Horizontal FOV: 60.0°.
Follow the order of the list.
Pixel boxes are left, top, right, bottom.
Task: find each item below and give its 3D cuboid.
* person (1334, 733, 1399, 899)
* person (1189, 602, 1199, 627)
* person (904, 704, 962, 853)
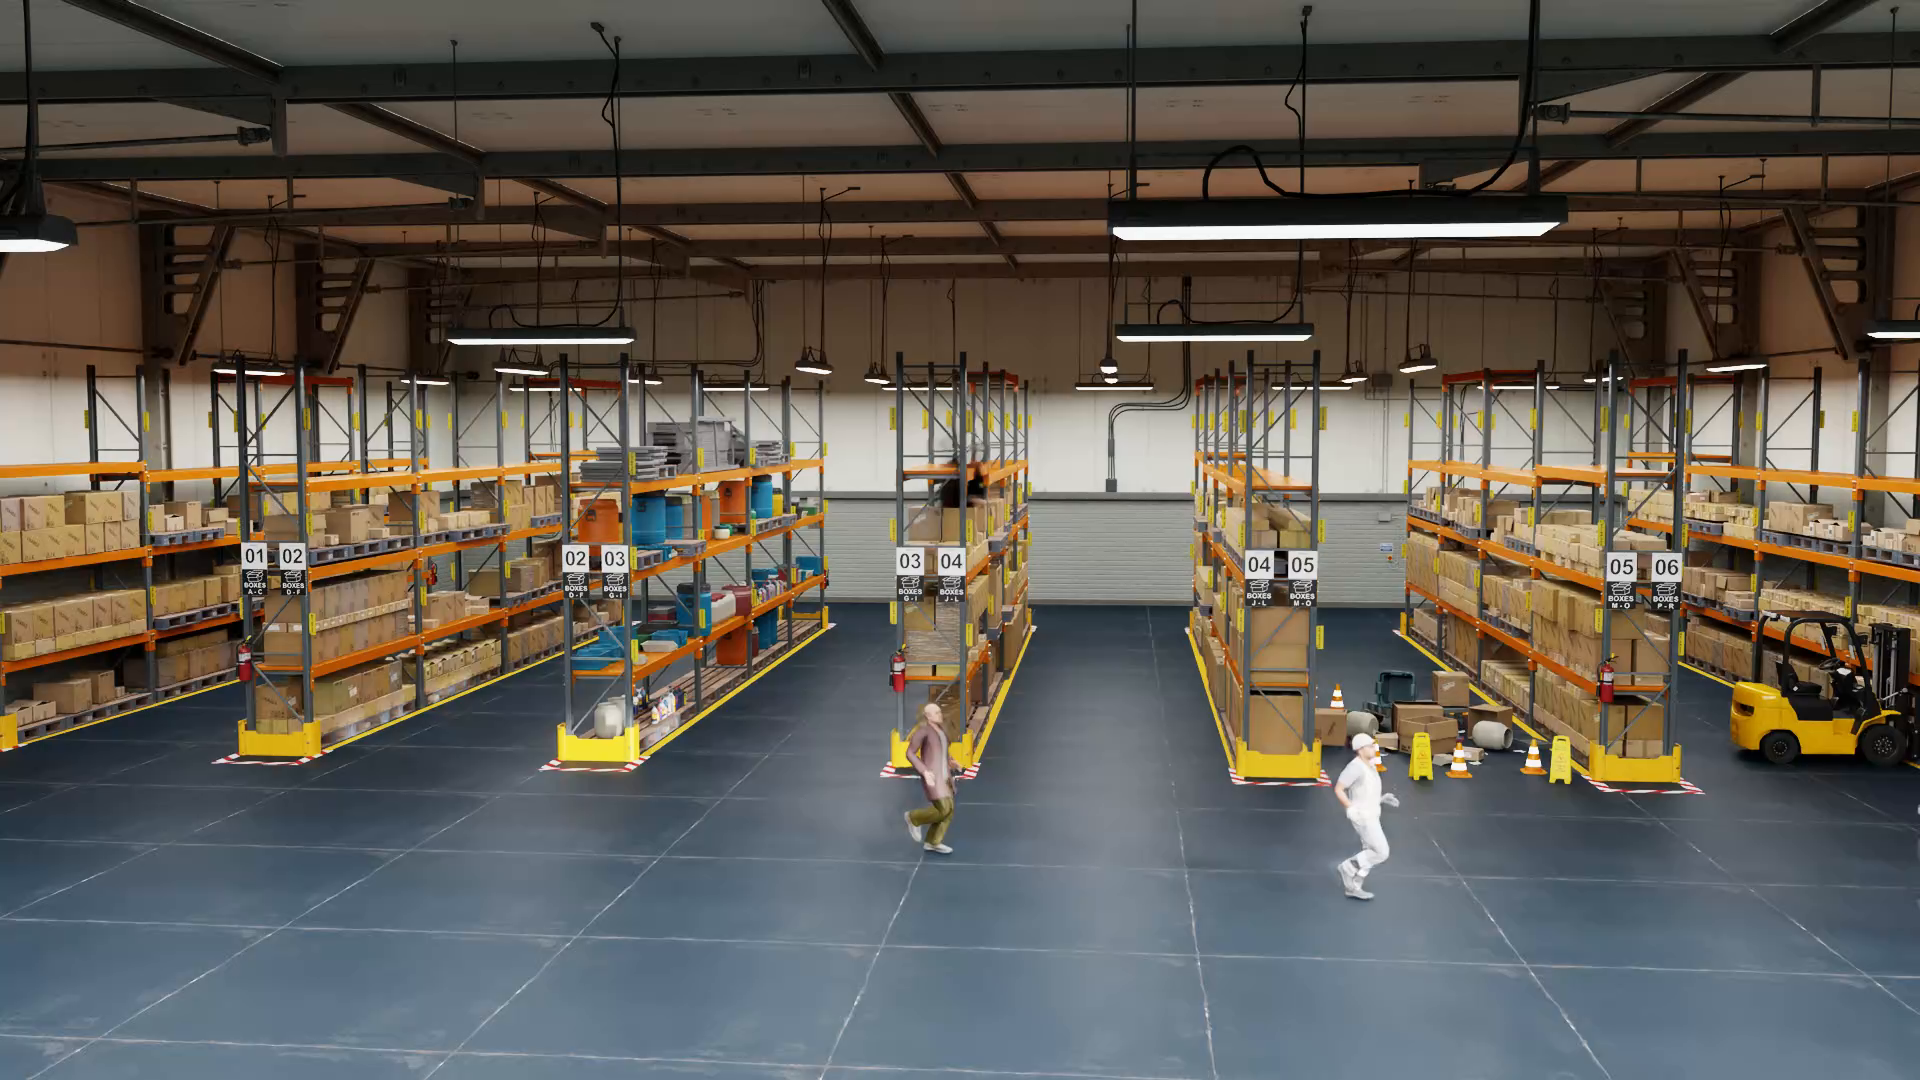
[{"bbox_3d":[4.270,2.892,17.375,0.581,1.740,0.652,2,5,31],"label":"person"},{"bbox_3d":[6.054,1.215,40.549,0.939,1.781,0.754,0,4,-2],"label":"person"},{"bbox_3d":[-0.312,2.767,19.358,0.637,1.733,0.710,2,5,32],"label":"person"}]
